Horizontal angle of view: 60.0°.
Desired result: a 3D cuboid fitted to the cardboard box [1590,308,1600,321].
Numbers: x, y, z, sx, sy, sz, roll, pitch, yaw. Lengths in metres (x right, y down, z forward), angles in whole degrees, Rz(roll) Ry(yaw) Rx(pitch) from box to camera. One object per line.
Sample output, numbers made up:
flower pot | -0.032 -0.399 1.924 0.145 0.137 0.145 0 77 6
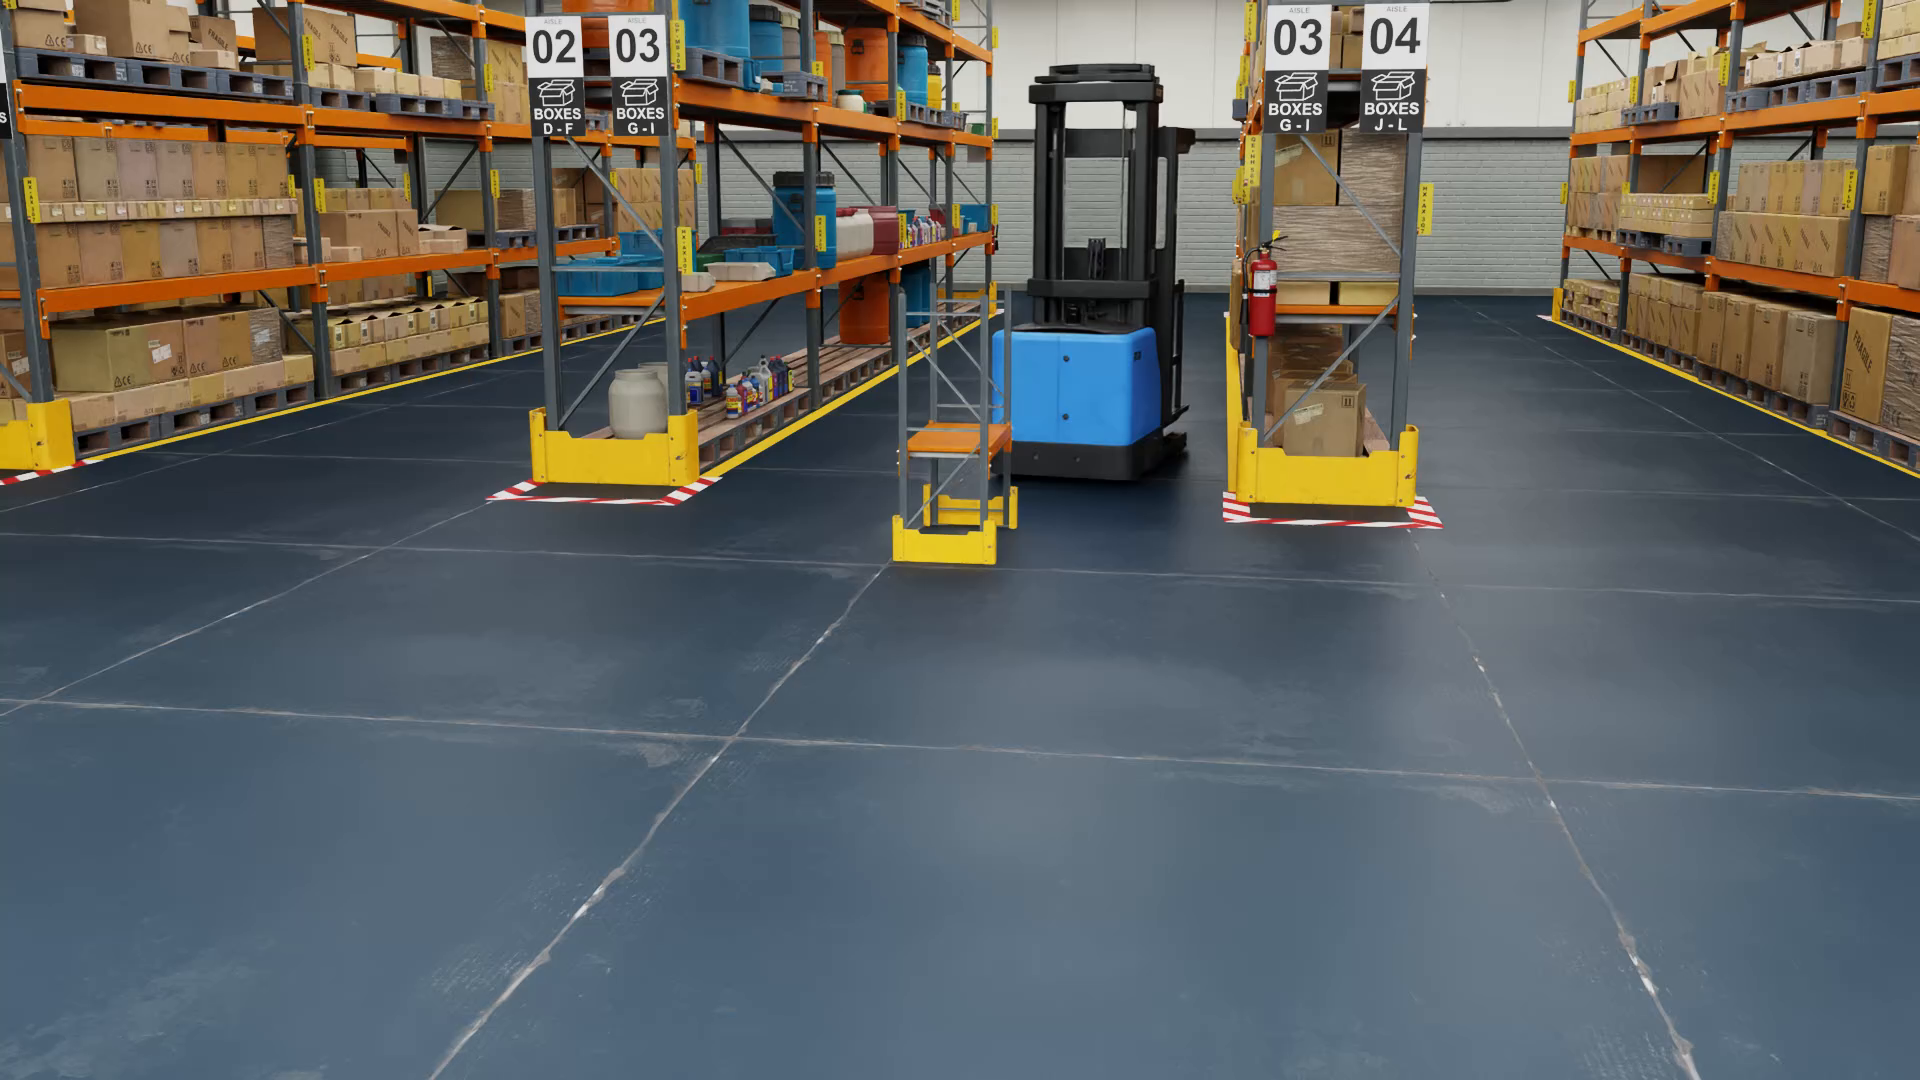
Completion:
cardboard box | 9.062 -3.158 23.299 0.380 0.149 0.250 2 12 9

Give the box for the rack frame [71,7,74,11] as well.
rack frame | -11.004 -6.802 20.195 1.000 3.000 0.127 2 12 9

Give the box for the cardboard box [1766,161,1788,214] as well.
cardboard box | 8.332 -3.438 16.217 0.700 0.500 0.500 2 12 8

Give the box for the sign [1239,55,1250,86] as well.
sign | 3.132 -5.165 18.305 0.100 0.325 0.005 2 12 9

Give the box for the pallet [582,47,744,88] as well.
pallet | -2.221 -3.426 12.098 1.003 0.211 1.213 2 12 9

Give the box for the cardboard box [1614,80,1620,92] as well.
cardboard box | 9.110 -6.162 22.570 0.380 0.149 0.250 1 12 6

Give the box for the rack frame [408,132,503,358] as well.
rack frame | -6.109 -3.709 20.086 1.000 3.000 0.127 2 12 9

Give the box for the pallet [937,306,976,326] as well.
pallet | -0.340 -3.427 25.393 1.003 0.211 1.213 2 12 9

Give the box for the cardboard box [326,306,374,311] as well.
cardboard box | -6.711 -2.422 18.313 0.500 0.311 0.500 2 12 8

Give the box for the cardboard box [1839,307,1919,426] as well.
cardboard box | 7.783 -1.411 13.468 0.875 0.875 0.875 2 12 10

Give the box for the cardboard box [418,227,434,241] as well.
cardboard box | -6.438 -3.486 19.260 0.500 0.311 0.500 2 12 8

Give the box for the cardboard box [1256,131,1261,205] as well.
cardboard box | 2.360 -2.632 11.771 0.500 0.500 0.500 2 12 9

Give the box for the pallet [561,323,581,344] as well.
pallet | -5.767 -2.754 22.270 1.003 0.211 1.213 2 12 9

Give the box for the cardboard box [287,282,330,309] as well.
cardboard box | -10.173 -3.838 25.617 0.700 0.500 0.500 2 12 9

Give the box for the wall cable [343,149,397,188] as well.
wall cable | -10.512 -6.328 29.826 0.084 1.984 1.851 2 12 9

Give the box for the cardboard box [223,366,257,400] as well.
cardboard box | -6.728 -1.426 15.020 0.500 0.250 0.500 2 12 9

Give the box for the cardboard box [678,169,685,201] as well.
cardboard box | -4.752 -5.706 26.738 0.500 0.500 0.500 2 12 10

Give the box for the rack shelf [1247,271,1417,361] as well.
rack shelf | 2.756 -1.787 12.873 1.077 0.370 4.000 2 12 9

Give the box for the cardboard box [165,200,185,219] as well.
cardboard box | -6.829 -2.805 14.111 0.380 0.149 0.250 2 12 9

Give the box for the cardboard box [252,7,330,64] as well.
cardboard box | -6.590 -4.969 16.389 0.500 0.500 0.500 2 12 9

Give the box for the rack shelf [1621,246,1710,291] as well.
rack shelf | 8.872 -3.271 19.757 1.077 0.370 4.000 2 12 9

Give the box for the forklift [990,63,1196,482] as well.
forklift | 1.168 -2.109 12.820 1.130 2.935 3.031 4 13 18

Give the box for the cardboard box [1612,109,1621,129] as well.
cardboard box | 9.077 -5.646 22.308 0.500 0.250 0.500 2 12 8

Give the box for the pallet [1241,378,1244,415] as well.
pallet | 3.182 -1.354 15.775 1.003 0.211 1.213 2 12 9

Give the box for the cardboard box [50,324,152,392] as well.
cardboard box | -6.962 -1.480 13.493 0.500 0.500 0.500 2 12 9

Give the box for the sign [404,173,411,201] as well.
sign | -6.646 -4.252 20.045 0.100 0.325 0.005 2 12 9

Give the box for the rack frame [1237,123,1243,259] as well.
rack frame | 4.909 -5.053 26.320 1.000 3.000 0.127 2 12 9

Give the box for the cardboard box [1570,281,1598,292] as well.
cardboard box | 9.290 -3.766 24.707 0.380 0.149 0.250 2 12 8

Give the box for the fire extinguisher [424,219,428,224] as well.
fire extinguisher | -9.295 -5.331 28.678 0.296 0.674 0.183 2 12 9

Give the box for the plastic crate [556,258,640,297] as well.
plastic crate | -2.664 -1.924 12.154 0.499 0.251 0.616 2 12 9

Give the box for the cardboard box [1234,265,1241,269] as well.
cardboard box | 3.950 -2.883 20.296 1.225 0.875 0.875 2 12 9

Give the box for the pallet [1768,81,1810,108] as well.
pallet | 8.349 -4.211 15.743 1.003 0.211 1.213 2 12 11

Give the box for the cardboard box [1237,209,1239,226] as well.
cardboard box | 4.415 -4.821 24.894 0.500 0.250 0.500 1 12 7

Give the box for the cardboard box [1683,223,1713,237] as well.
cardboard box | 8.186 -3.406 18.277 0.380 0.149 0.250 2 12 10

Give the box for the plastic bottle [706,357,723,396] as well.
plastic bottle | -2.222 -1.476 14.968 0.144 0.351 0.185 2 12 9

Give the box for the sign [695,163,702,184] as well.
sign | -4.333 -6.073 27.555 0.100 0.325 0.005 2 12 9

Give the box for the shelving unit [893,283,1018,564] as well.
shelving unit | -0.012 -0.717 9.762 0.587 1.500 1.083 2 12 9

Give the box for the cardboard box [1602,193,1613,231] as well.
cardboard box | 9.056 -4.451 22.583 0.500 0.500 0.500 2 12 7

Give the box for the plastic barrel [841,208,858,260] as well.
plastic barrel | -1.287 -3.217 17.477 0.433 0.535 0.433 0 12 0

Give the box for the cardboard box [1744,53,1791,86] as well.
cardboard box | 8.236 -4.739 16.722 0.500 0.311 0.500 2 12 9

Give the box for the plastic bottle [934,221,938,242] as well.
plastic bottle | -0.331 -4.182 22.554 0.061 0.283 0.133 2 12 9

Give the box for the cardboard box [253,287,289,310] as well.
cardboard box | -10.360 -3.717 24.226 0.750 0.750 0.750 2 12 9

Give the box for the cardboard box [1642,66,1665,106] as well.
cardboard box | 9.013 -5.684 20.893 0.700 0.500 0.500 2 12 9

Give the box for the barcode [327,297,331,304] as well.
barcode | -6.273 -2.379 16.522 0.001 0.075 0.075 2 12 9

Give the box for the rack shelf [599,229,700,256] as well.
rack shelf | -5.186 -4.607 25.957 1.077 0.370 4.000 2 12 9

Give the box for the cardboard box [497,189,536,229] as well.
cardboard box | -5.794 -4.283 21.511 0.700 0.500 0.500 4 13 19

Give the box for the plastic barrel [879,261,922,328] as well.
plastic barrel | -0.809 -3.300 22.171 0.600 0.901 0.708 2 12 9

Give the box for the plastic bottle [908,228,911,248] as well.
plastic bottle | -0.657 -3.760 20.627 0.097 0.271 0.097 0 12 0

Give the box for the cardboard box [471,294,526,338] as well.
cardboard box | -5.756 -2.788 20.700 0.500 0.500 0.500 2 12 11

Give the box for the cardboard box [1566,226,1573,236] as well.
cardboard box | 9.421 -4.692 25.240 0.380 0.149 0.250 2 12 8

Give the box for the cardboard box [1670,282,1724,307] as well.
cardboard box | 8.477 -2.812 19.079 0.500 0.250 0.500 2 12 9

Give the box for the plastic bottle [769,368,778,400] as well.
plastic bottle | -1.658 -1.384 14.699 0.061 0.283 0.133 3 12 12

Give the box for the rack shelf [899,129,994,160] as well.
rack shelf | -0.292 -5.912 24.893 1.077 0.370 4.000 2 12 9
